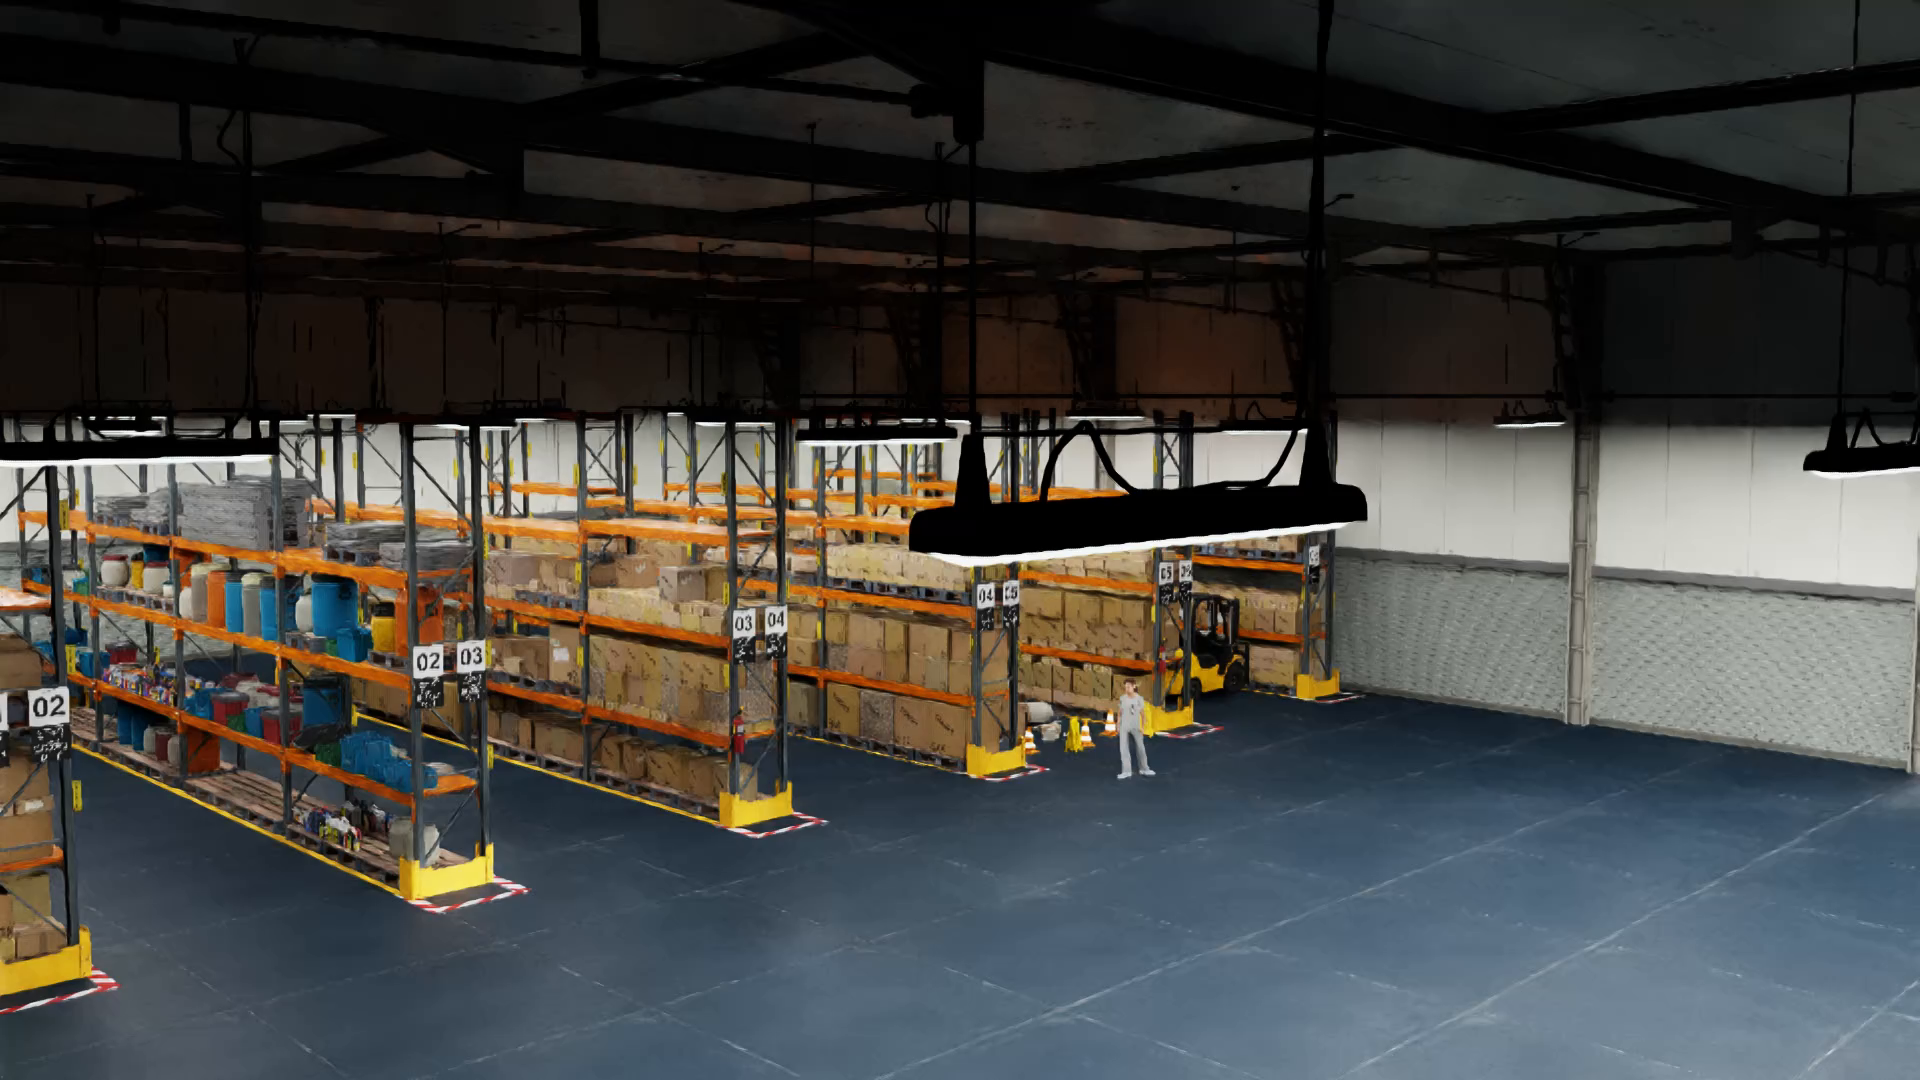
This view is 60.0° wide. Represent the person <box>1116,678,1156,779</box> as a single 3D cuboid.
[{"bbox_3d":[2.917,3.111,27.602,0.656,1.671,0.472,1,5,16],"label":"person"}]

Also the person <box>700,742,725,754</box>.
[{"bbox_3d":[-4.318,2.972,29.427,0.528,1.629,0.593,5,7,43],"label":"person"}]
